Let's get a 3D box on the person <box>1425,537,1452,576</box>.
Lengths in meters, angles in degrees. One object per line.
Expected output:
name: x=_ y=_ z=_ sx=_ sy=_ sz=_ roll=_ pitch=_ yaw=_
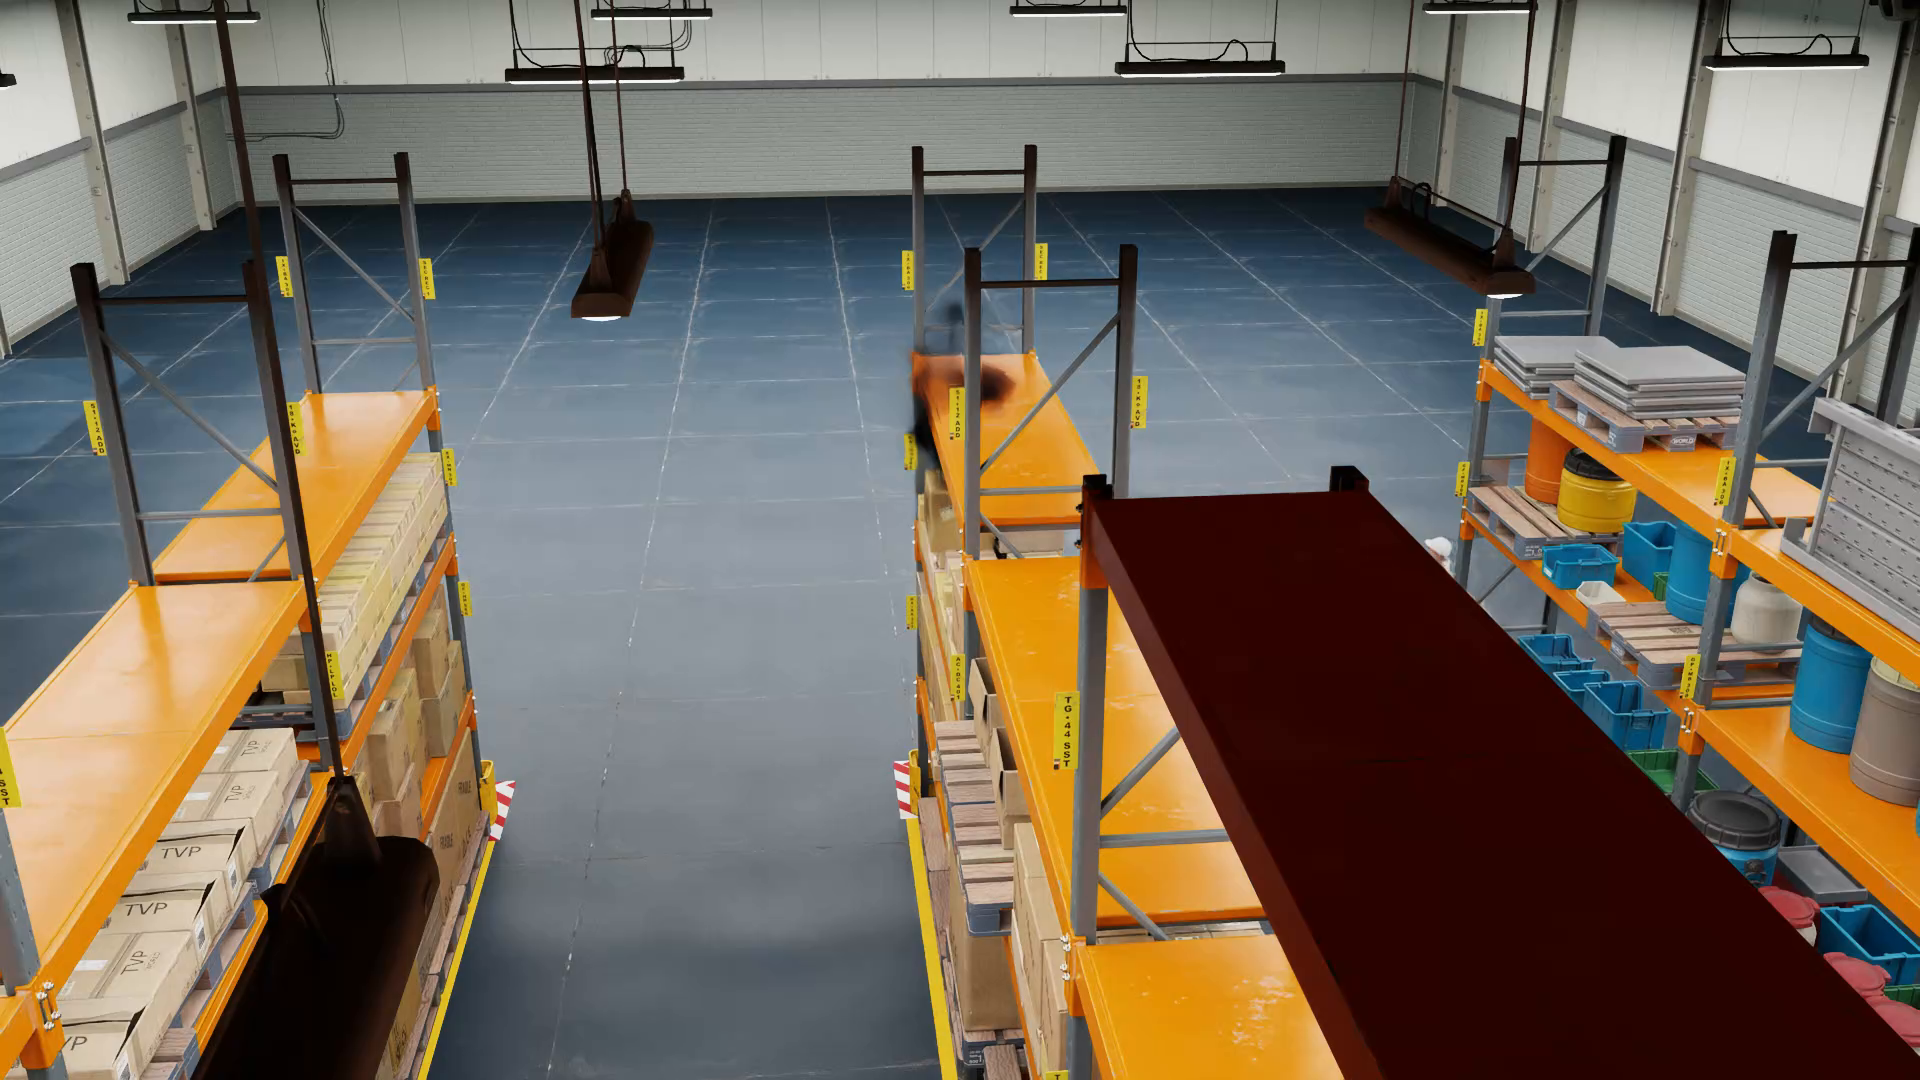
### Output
person: x=4.896 y=0.820 z=17.182 sx=0.755 sy=1.836 sz=0.645 roll=11 pitch=24 yaw=26
